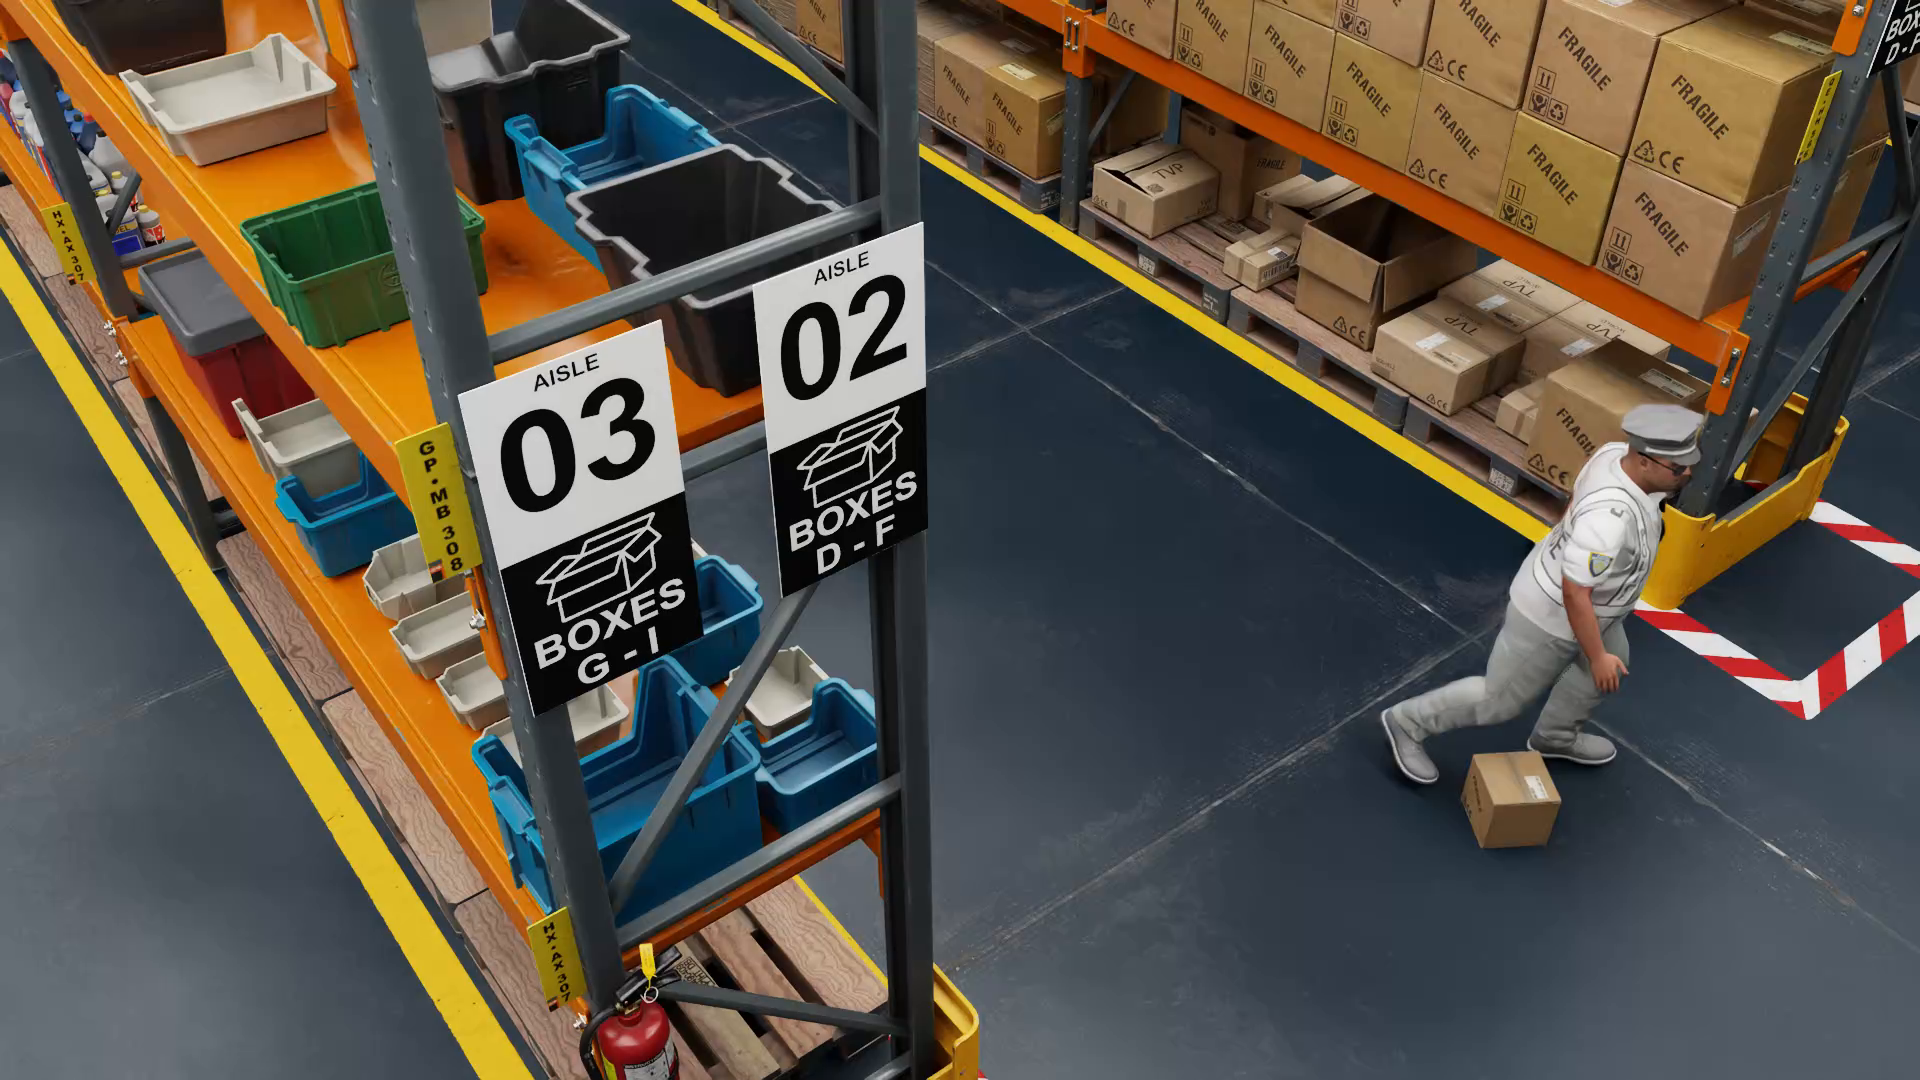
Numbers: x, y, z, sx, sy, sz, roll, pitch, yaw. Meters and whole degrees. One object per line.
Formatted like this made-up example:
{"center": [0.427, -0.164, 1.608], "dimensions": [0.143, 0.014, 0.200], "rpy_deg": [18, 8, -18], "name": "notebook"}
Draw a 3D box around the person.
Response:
{"center": [2.068, 0.191, 5.929], "dimensions": [0.831, 1.697, 0.637], "rpy_deg": [21, 44, 23], "name": "person"}
